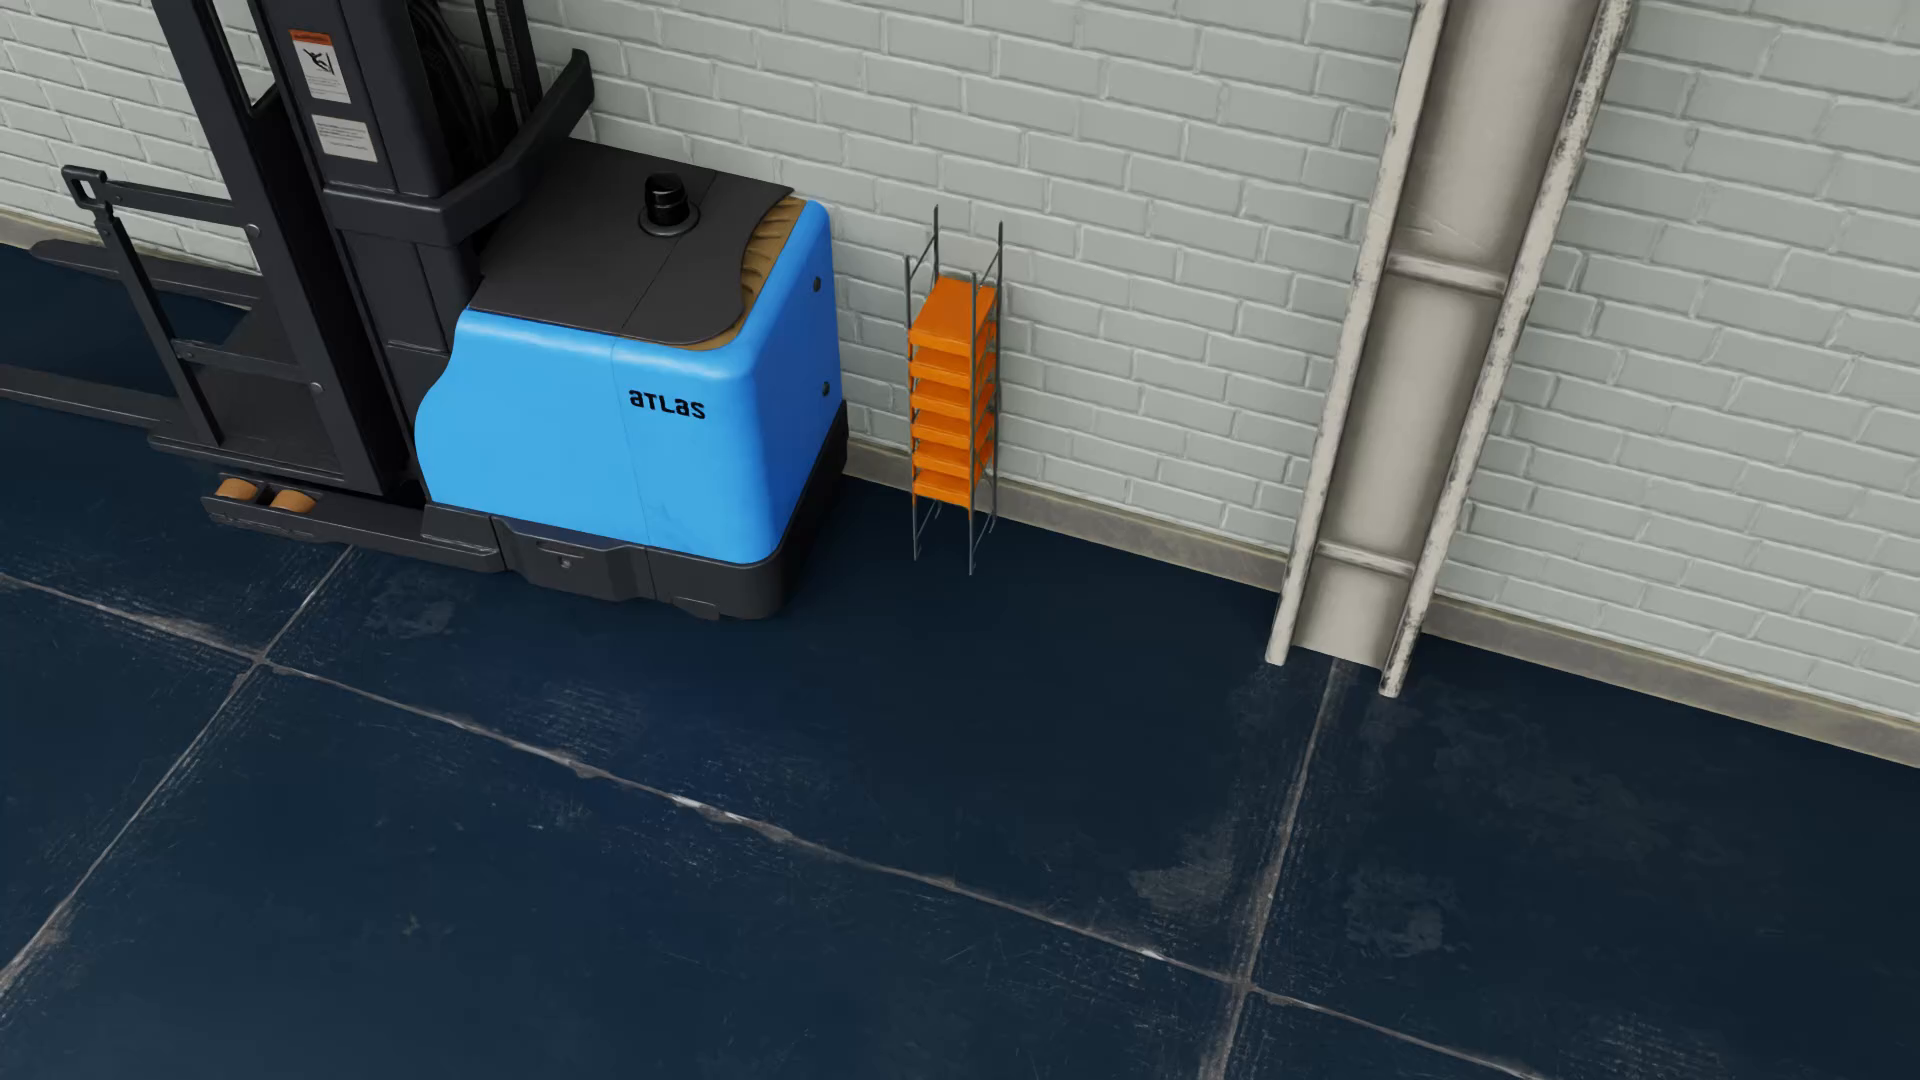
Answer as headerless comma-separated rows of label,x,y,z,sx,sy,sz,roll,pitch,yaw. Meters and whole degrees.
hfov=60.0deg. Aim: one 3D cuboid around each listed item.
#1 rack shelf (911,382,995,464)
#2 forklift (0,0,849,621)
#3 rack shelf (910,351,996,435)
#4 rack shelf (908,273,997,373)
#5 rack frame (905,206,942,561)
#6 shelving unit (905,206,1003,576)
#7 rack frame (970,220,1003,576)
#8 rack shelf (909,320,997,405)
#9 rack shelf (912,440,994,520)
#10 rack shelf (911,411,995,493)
rack shelf,-0.014,-0.361,4.827,0.180,0.103,0.258,15,51,13
forklift,-1.875,-1.332,4.465,3.031,2.935,1.130,11,50,10
rack shelf,-0.014,-0.439,4.737,0.180,0.103,0.258,15,51,13
rack shelf,-0.014,-0.596,4.555,0.180,0.103,0.258,15,51,13
rack frame,-0.101,-0.413,4.814,0.006,1.200,0.240,15,51,13
shelving unit,-0.014,-0.390,4.794,0.189,1.200,0.258,15,51,13
rack frame,0.072,-0.367,4.774,0.006,1.200,0.240,15,51,13
rack shelf,-0.014,-0.518,4.646,0.180,0.103,0.258,15,51,13
rack shelf,-0.014,-0.203,5.009,0.180,0.103,0.258,15,51,13
rack shelf,-0.014,-0.282,4.918,0.180,0.103,0.258,15,51,13
